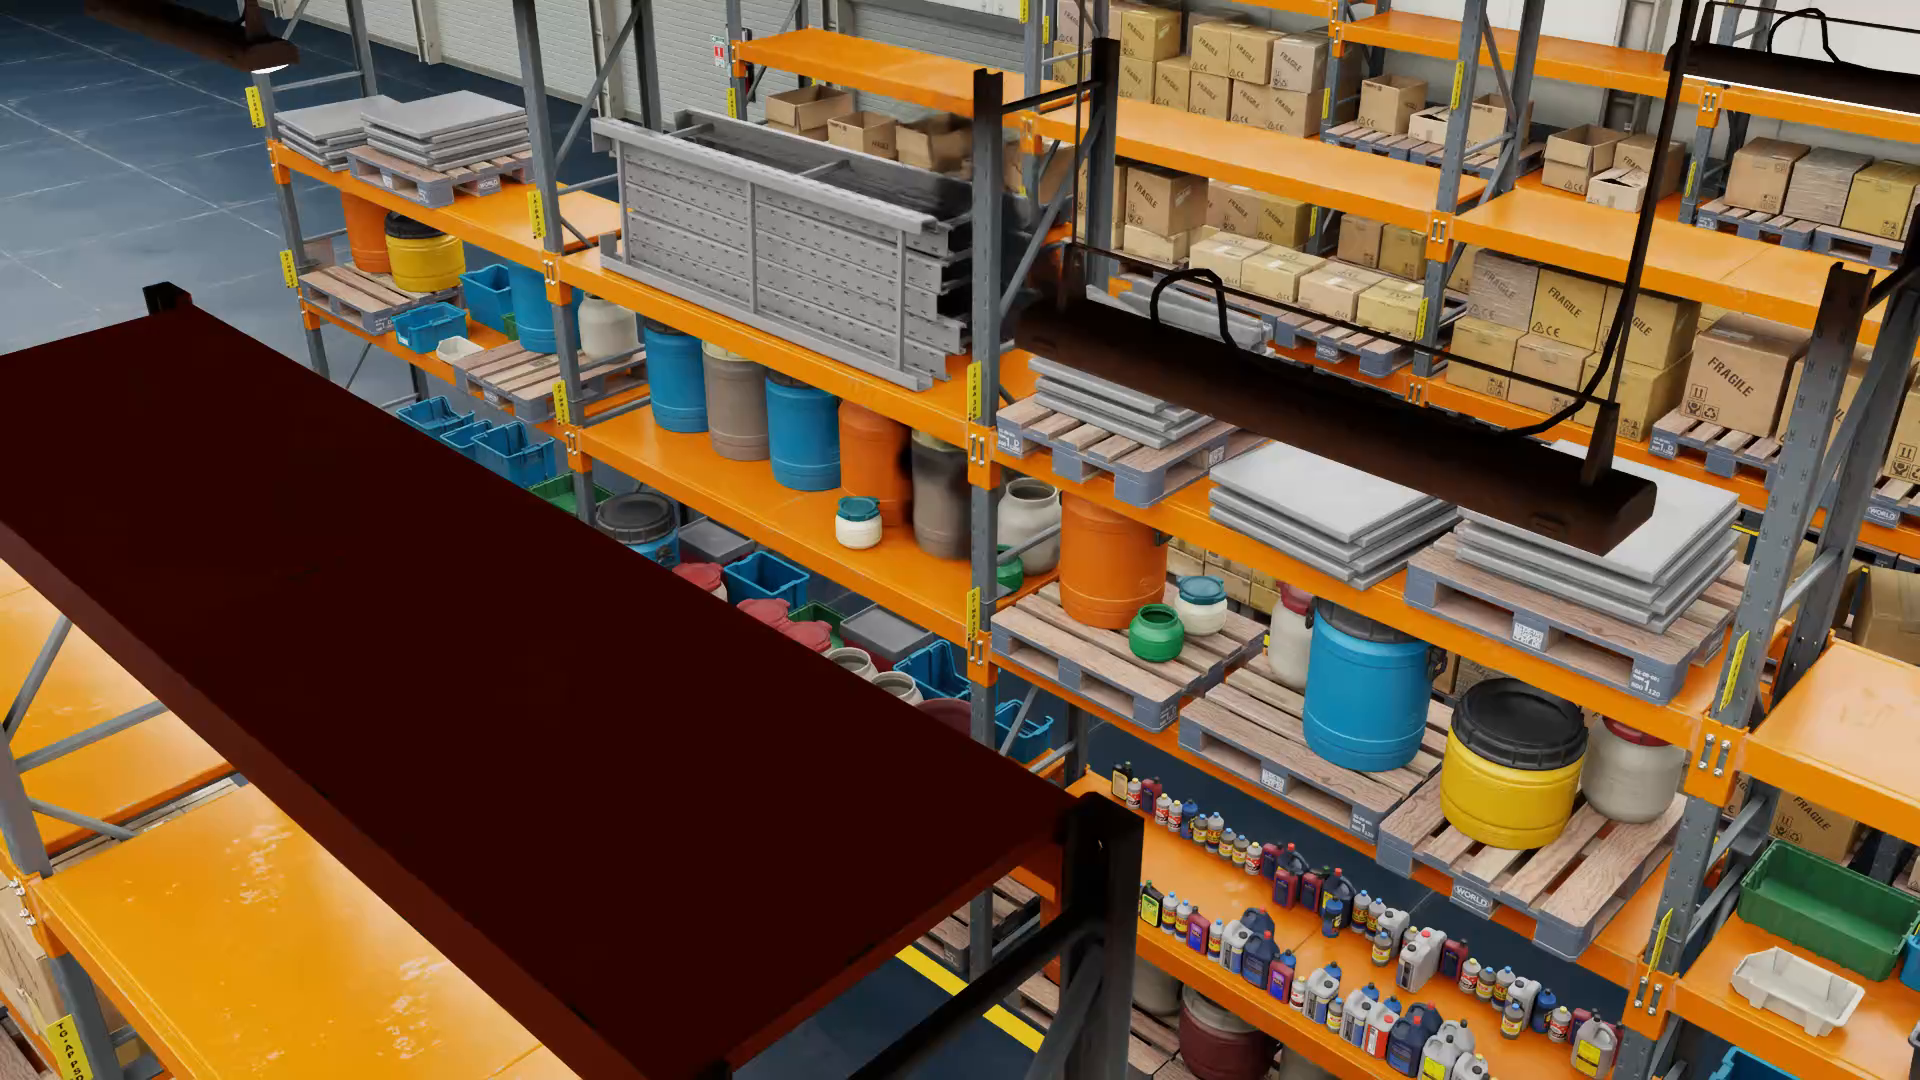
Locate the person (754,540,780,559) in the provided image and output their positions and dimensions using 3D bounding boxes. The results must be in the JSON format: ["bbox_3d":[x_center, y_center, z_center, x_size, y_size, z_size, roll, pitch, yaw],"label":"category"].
[{"bbox_3d":[-1.694,0.014,14.576,0.497,1.569,0.590,-13,32,-21],"label":"person"}]
